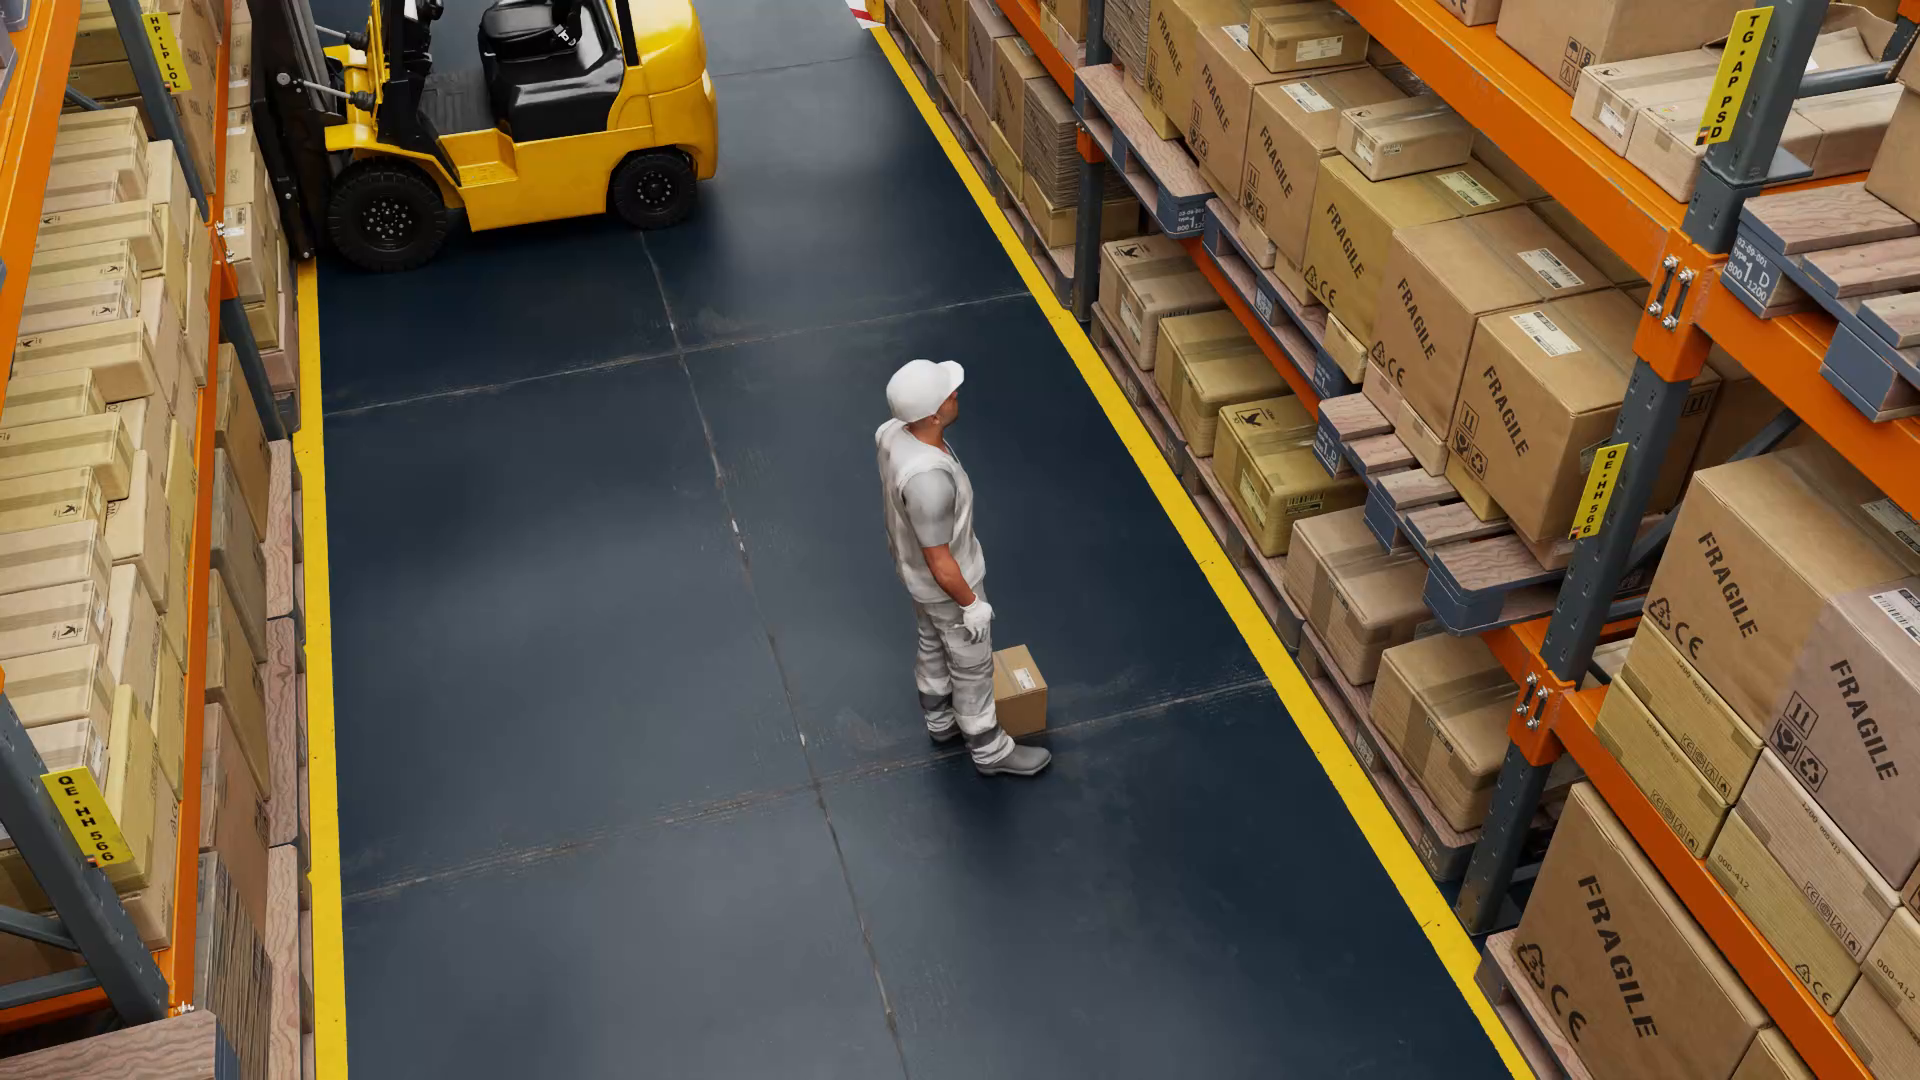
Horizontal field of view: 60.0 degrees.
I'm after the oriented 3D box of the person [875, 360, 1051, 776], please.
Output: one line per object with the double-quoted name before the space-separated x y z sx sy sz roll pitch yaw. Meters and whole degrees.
"person" 0.011 0.094 6.024 0.562 1.789 0.638 -12 43 -13
